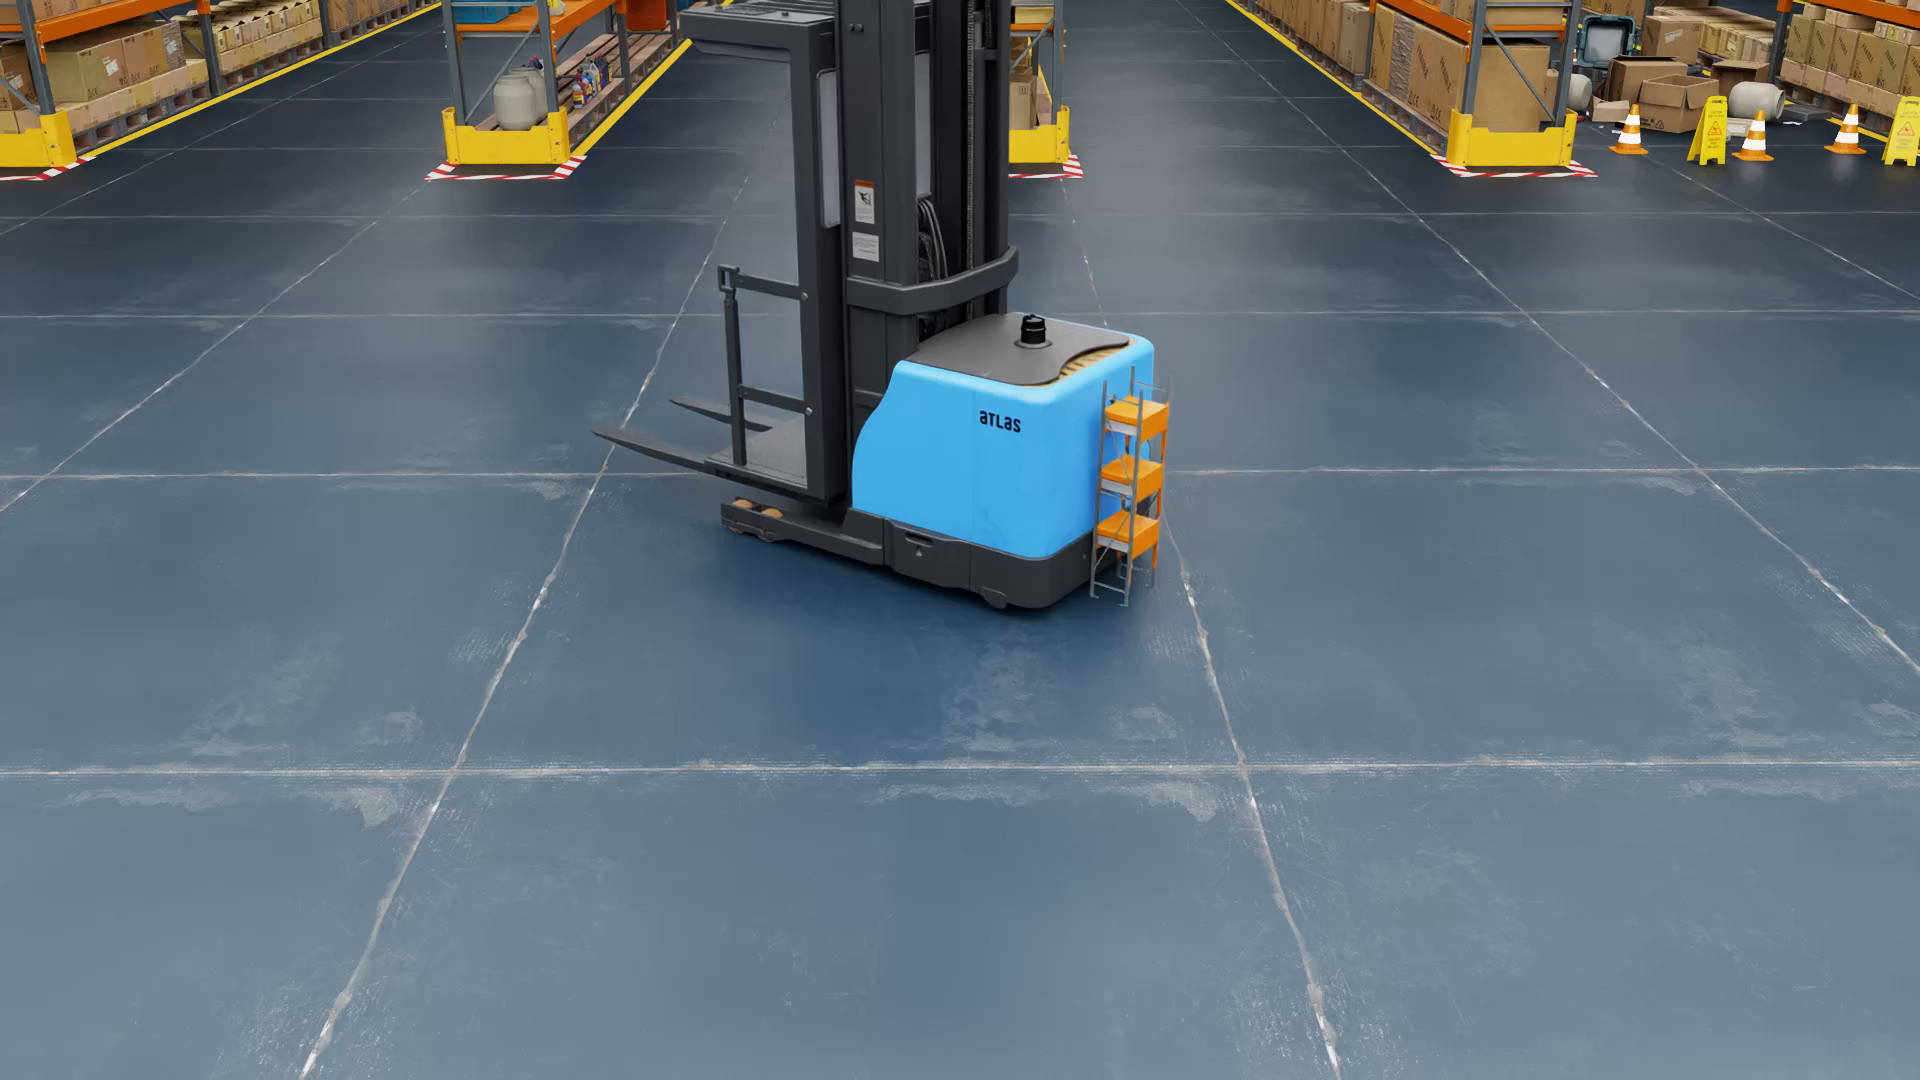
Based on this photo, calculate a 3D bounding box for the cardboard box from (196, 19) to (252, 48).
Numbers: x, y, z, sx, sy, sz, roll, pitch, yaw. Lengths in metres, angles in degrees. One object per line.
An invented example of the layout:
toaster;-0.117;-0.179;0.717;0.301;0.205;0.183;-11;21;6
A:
cardboard box;-9.212;-6.336;20.765;0.500;0.311;0.500;-1;24;-1

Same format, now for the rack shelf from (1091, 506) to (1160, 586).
rack shelf;0.757;0.026;7.611;0.215;0.259;0.240;18;30;31

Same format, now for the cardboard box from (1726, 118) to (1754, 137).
cardboard box;8.368;-4.435;17.876;0.380;0.149;0.250;13;27;27

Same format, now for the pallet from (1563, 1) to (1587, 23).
pallet;10.355;-8.560;26.920;1.003;0.211;1.213;0;24;-1

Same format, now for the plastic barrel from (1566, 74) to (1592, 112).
plastic barrel;6.956;-5.153;19.130;0.512;0.421;0.421;19;30;35

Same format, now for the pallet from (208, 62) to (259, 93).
pallet;-9.503;-5.797;20.811;1.003;0.211;1.213;0;24;-1

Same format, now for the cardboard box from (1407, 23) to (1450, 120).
cardboard box;5.369;-5.004;17.743;0.875;0.875;0.875;-1;24;-1

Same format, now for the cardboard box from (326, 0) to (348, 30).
cardboard box;-9.219;-7.663;24.052;0.500;0.500;0.500;1;24;2

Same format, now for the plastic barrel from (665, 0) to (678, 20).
plastic barrel;-4.582;-8.192;25.141;0.600;0.588;0.708;0;24;-1

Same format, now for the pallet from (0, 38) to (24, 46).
pallet;-14.387;-7.443;24.451;1.003;0.211;1.213;0;24;-1

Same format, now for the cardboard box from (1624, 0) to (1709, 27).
cardboard box;10.391;-8.008;24.385;0.875;0.875;0.875;0;24;-1

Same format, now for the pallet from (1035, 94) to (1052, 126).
pallet;0.508;-4.756;18.509;1.003;0.211;1.213;0;24;-1

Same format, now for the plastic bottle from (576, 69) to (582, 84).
plastic bottle;-4.311;-5.204;18.878;0.061;0.283;0.133;0;24;-1

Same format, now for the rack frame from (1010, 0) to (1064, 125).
rack frame;0.493;-5.159;16.016;1.000;3.000;0.127;0;24;-1

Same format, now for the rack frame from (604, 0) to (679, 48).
rack frame;-4.547;-8.433;23.256;1.000;3.000;0.127;0;24;-1

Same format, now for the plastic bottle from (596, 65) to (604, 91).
plastic bottle;-4.162;-5.337;19.174;0.061;0.283;0.133;1;24;3

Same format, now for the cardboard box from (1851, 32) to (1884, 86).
cardboard box;10.125;-5.235;18.103;0.500;0.500;0.500;-1;24;-2

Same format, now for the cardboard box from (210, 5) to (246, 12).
cardboard box;-9.770;-6.963;22.151;0.500;0.311;0.500;-1;24;-2

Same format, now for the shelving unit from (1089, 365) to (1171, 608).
shelving unit;0.763;-0.235;7.488;0.215;1.050;0.252;18;30;31

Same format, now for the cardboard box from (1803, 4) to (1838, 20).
cardboard box;10.037;-6.131;19.296;0.380;0.149;0.250;0;24;0

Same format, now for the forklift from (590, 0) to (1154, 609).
forklift;-0.582;-1.484;7.974;3.031;2.935;1.130;16;29;32

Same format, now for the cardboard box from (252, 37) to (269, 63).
cardboard box;-9.226;-6.294;21.353;0.500;0.250;0.500;-1;24;-2

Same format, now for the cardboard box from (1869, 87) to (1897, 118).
cardboard box;10.127;-4.687;17.801;0.500;0.250;0.500;0;24;0

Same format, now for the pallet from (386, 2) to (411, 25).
pallet;-9.497;-8.455;26.688;1.003;0.211;1.213;0;24;-1

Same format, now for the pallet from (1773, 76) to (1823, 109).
pallet;10.402;-5.304;19.722;1.003;0.211;1.213;0;24;-1

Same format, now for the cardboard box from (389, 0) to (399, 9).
cardboard box;-9.255;-8.716;26.381;0.500;0.500;0.500;0;24;0

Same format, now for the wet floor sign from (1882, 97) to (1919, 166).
wet floor sign;9.335;-4.047;16.416;0.267;0.644;0.232;8;26;18

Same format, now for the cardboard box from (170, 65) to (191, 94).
cardboard box;-9.237;-5.306;19.170;0.500;0.250;0.500;0;24;-1

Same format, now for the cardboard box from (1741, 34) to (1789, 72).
cardboard box;10.351;-6.062;20.692;0.950;0.372;0.625;0;24;0

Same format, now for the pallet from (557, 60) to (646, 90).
pallet;-4.551;-5.838;20.901;1.003;0.211;1.213;0;24;-1

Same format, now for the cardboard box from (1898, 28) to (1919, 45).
cardboard box;10.062;-5.259;17.368;0.380;0.149;0.250;0;24;1

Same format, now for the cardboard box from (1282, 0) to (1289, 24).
cardboard box;5.096;-7.972;24.761;0.500;0.500;0.500;1;24;2

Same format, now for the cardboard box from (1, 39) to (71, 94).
cardboard box;-9.742;-5.028;17.643;0.500;0.500;0.500;0;24;-1

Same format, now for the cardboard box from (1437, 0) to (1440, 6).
cardboard box;5.496;-5.818;17.292;0.875;0.550;0.550;0;24;-1

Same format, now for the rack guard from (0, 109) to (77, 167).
rack guard;-9.412;-3.967;16.414;1.175;0.500;0.348;0;24;-1

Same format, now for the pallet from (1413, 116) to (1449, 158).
pallet;5.367;-4.198;17.276;1.003;0.211;1.213;0;24;-1

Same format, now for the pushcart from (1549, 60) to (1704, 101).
pushcart;8.080;-5.626;20.231;1.648;0.377;0.936;-9;26;-19

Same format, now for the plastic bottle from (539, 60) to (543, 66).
plastic bottle;-4.907;-5.478;19.493;0.152;0.276;0.135;1;24;1

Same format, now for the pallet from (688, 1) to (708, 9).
pallet;-4.624;-8.493;26.771;1.003;0.211;1.213;0;24;-1

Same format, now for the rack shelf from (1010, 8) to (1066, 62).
rack shelf;0.471;-5.655;17.987;1.077;0.370;4.000;0;24;-1

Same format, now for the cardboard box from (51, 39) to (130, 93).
cardboard box;-9.222;-5.030;17.648;0.500;0.500;0.500;0;24;-1

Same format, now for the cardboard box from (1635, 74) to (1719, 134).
cardboard box;7.852;-4.778;18.204;0.797;0.503;0.637;-19;31;-36

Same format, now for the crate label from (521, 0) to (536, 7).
crate label;-4.750;-5.910;17.634;0.502;0.435;0.616;0;24;-1

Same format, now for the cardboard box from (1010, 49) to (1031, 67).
cardboard box;0.513;-5.203;18.638;0.500;0.500;0.500;-2;24;-5

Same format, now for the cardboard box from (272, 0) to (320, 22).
cardboard box;-9.248;-7.392;23.100;0.500;0.311;0.500;0;24;1

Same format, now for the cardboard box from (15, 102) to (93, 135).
cardboard box;-9.196;-4.276;16.892;0.500;0.250;0.500;0;24;-1

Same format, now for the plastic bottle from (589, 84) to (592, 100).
plastic bottle;-4.174;-5.034;18.602;0.097;0.201;0.097;0;24;0

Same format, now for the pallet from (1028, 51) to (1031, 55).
pallet;0.423;-6.361;22.059;1.003;0.211;1.213;0;24;-1

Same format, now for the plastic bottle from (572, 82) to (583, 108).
plastic bottle;-4.168;-4.842;18.093;0.097;0.271;0.097;0;24;0

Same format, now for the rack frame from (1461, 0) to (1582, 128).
rack frame;5.454;-5.139;15.973;1.000;3.000;0.127;0;24;-1

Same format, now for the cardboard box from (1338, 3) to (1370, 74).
cardboard box;5.313;-6.209;20.559;1.050;0.750;0.750;0;24;-1

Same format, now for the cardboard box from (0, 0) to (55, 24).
cardboard box;-9.405;-5.354;16.326;0.700;0.500;0.500;0;24;-1
